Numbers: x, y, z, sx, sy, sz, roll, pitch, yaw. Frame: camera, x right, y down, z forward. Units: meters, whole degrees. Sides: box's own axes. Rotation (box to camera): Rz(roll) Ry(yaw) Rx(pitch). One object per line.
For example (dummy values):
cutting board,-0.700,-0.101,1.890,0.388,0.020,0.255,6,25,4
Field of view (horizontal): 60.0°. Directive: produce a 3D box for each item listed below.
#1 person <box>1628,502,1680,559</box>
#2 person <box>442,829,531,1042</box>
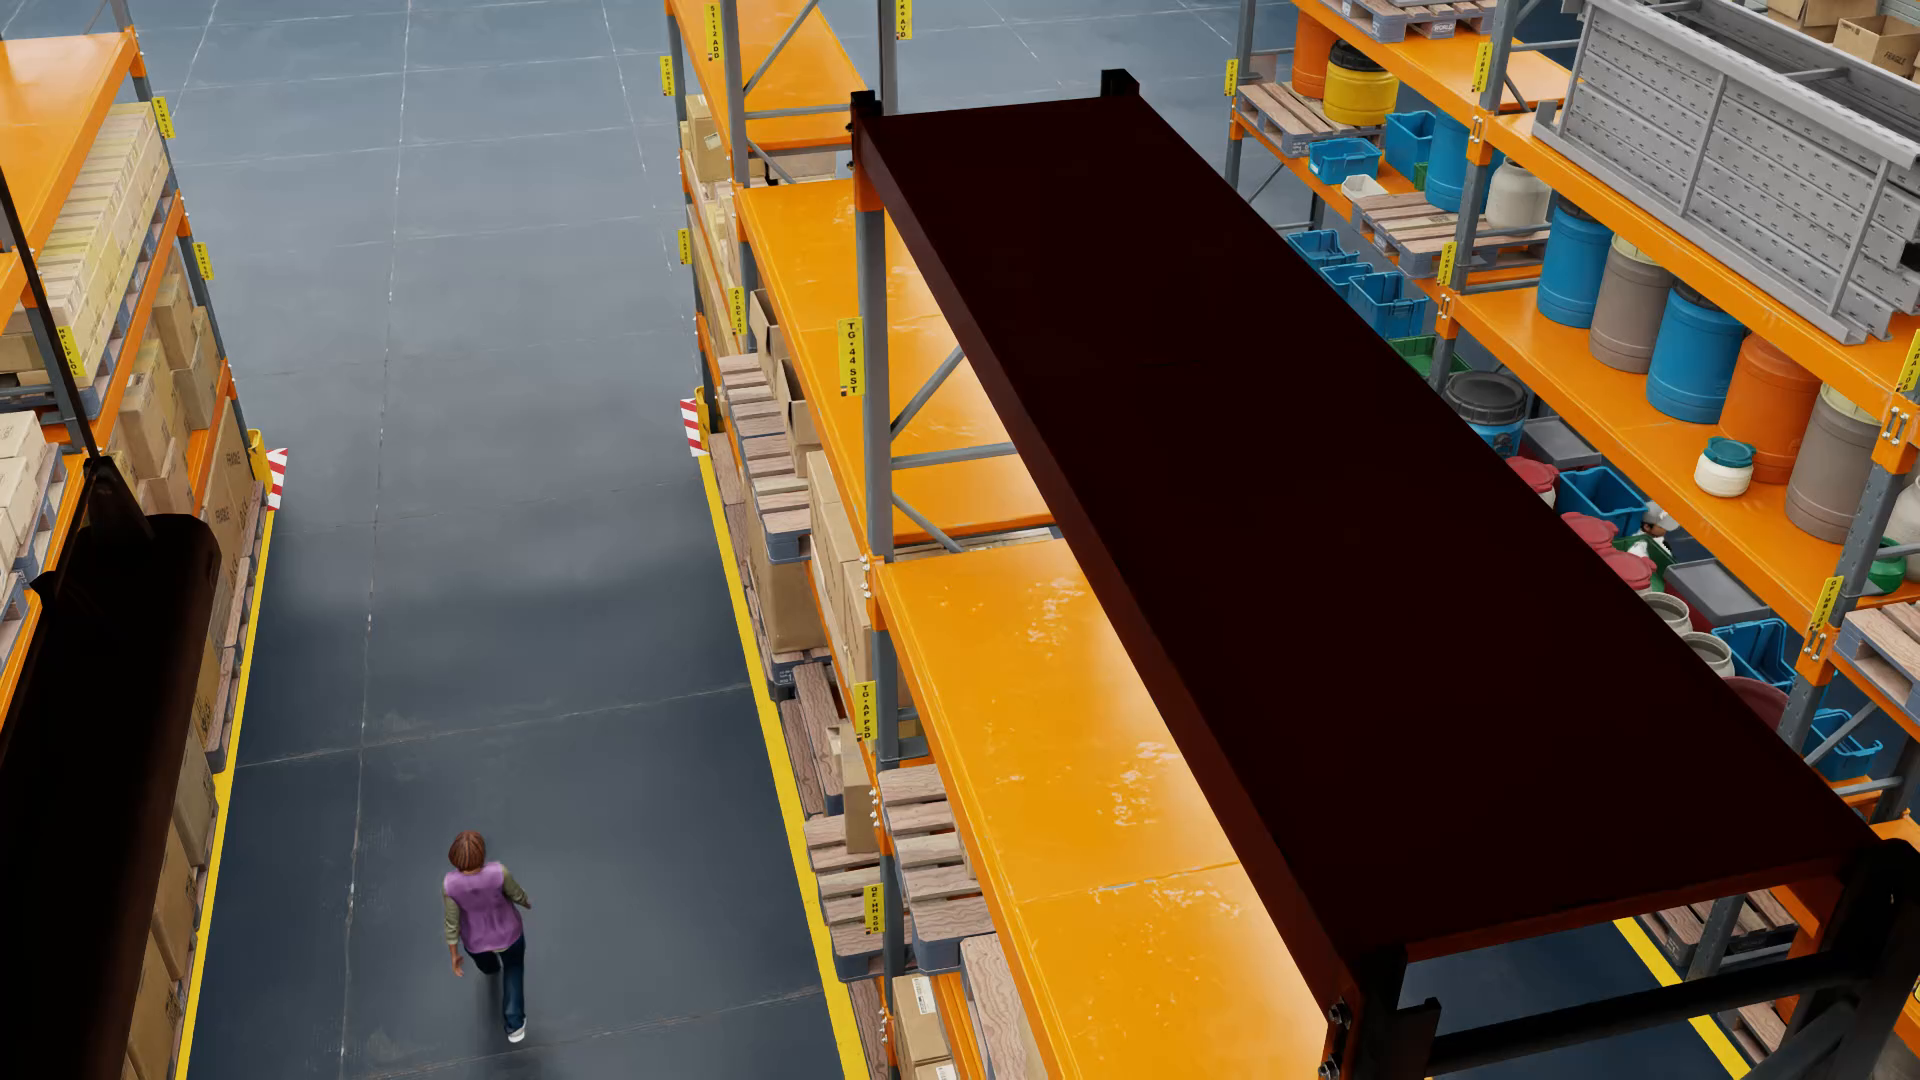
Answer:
person,4.859,0.412,11.933,0.538,1.624,0.845,-27,43,-34
person,-2.679,2.159,9.513,0.448,1.494,1.014,-6,35,-8
